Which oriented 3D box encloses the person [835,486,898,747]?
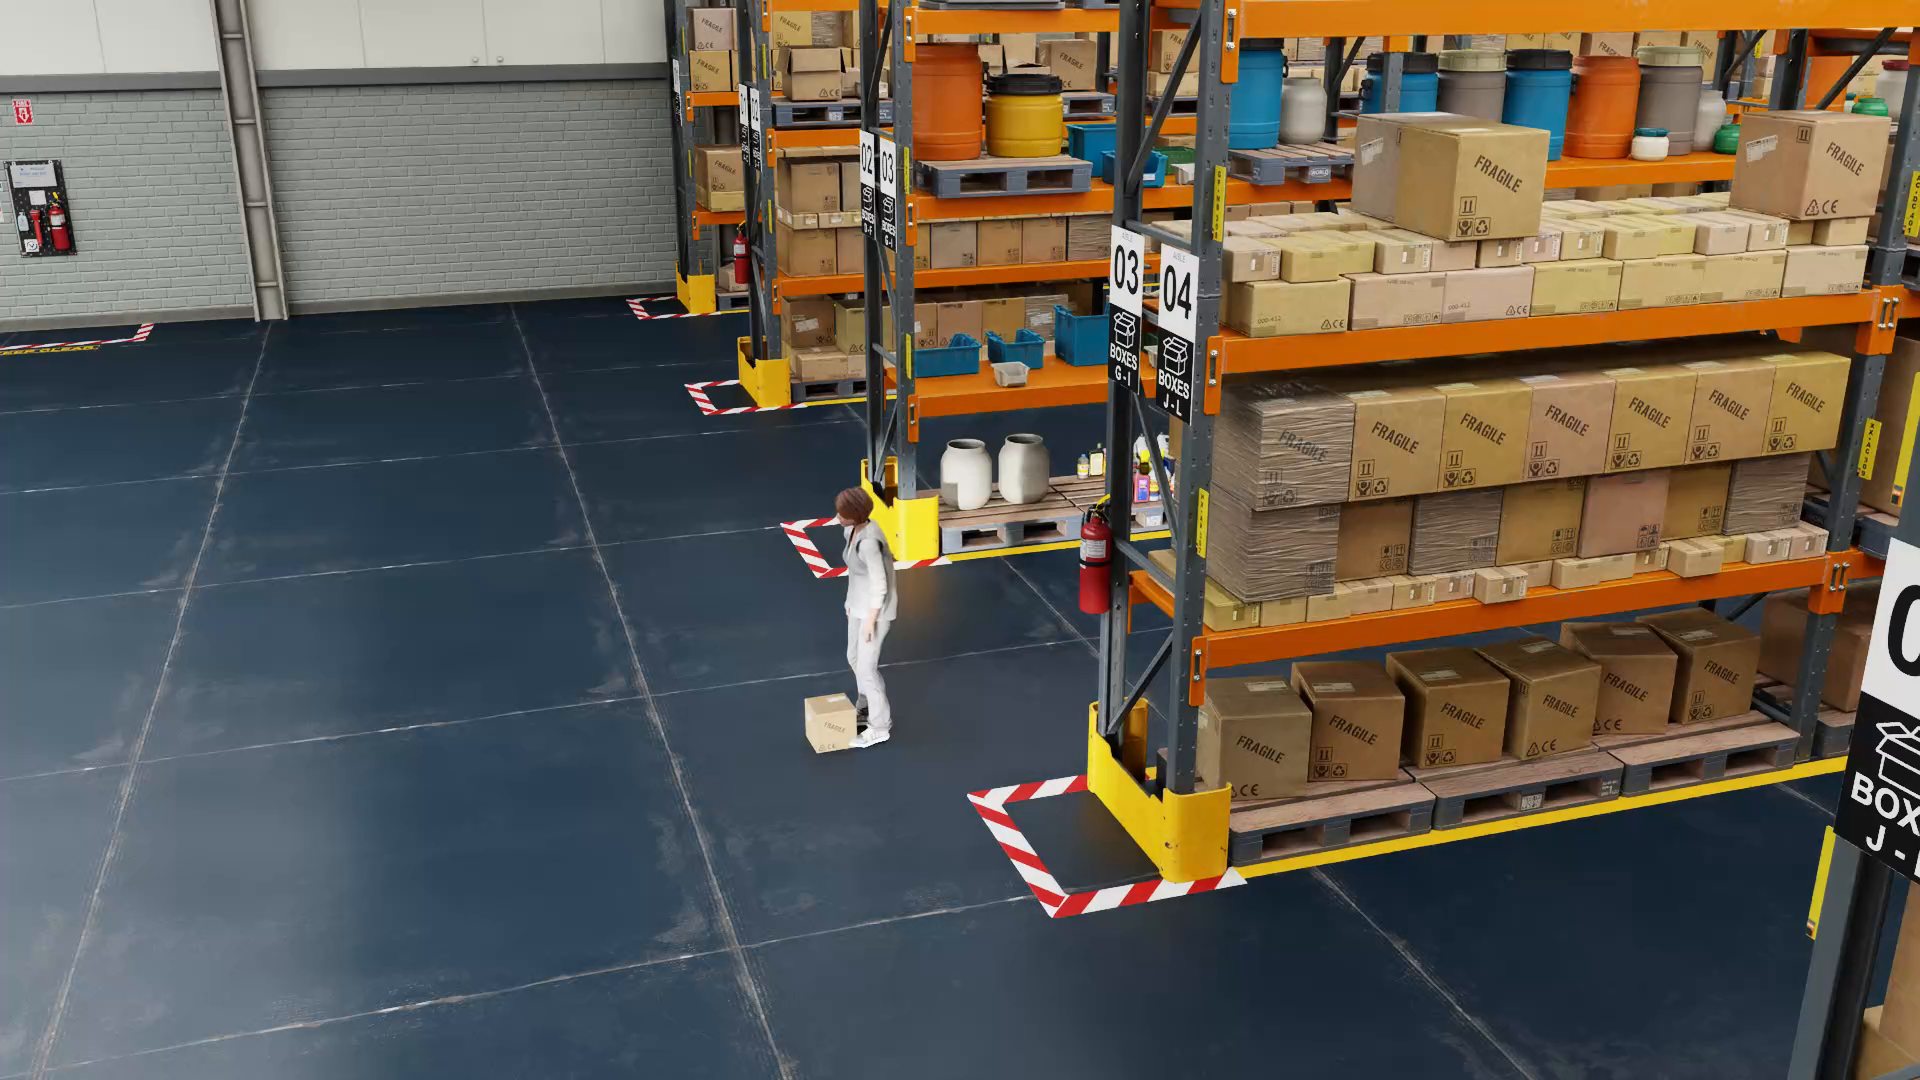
[{"bbox_3d":[-0.556,0.438,9.851,0.346,1.592,0.464,-6,20,-17],"label":"person"}]
